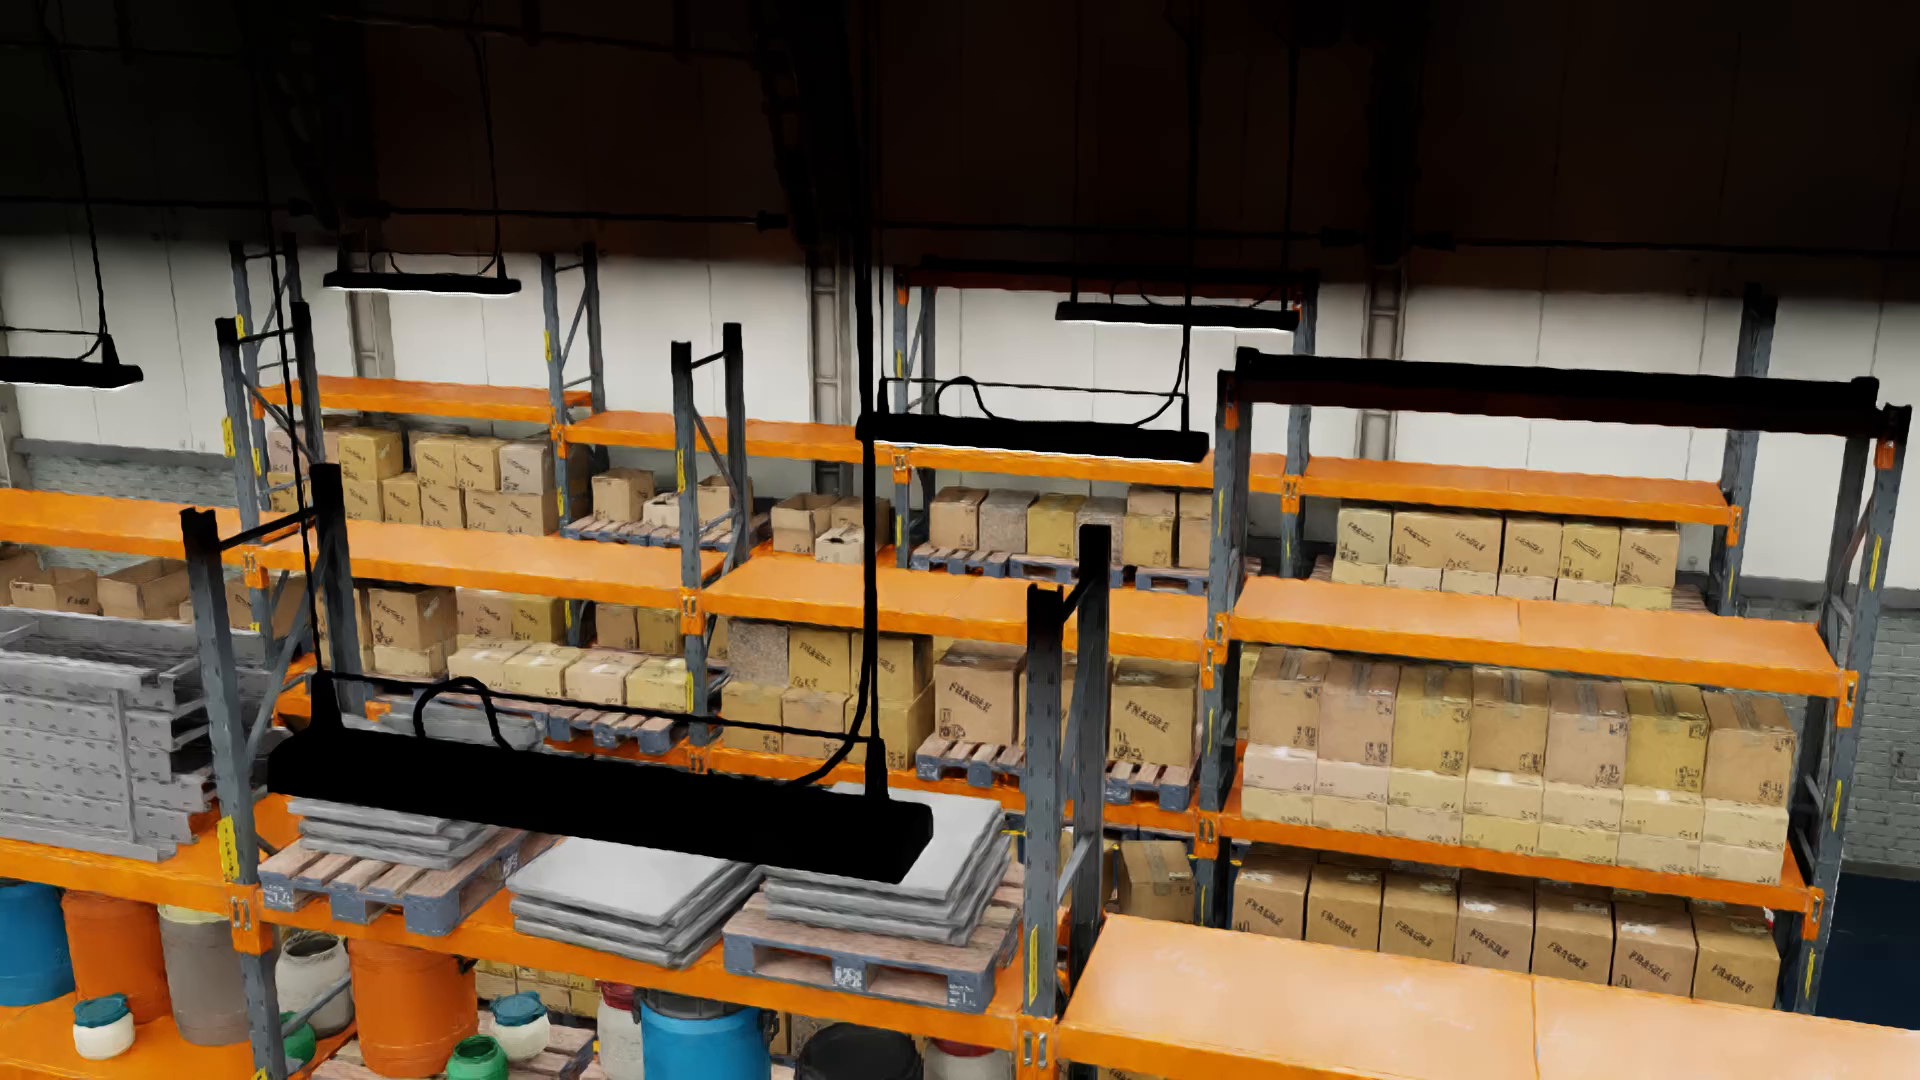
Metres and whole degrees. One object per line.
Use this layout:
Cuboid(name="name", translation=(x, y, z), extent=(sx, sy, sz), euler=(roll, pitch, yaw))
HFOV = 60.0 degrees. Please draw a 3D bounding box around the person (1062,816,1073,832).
Cuboid(name="person", translation=(0.963, 3.170, 14.651), extent=(0.546, 1.733, 0.729), euler=(4, 17, 15))
